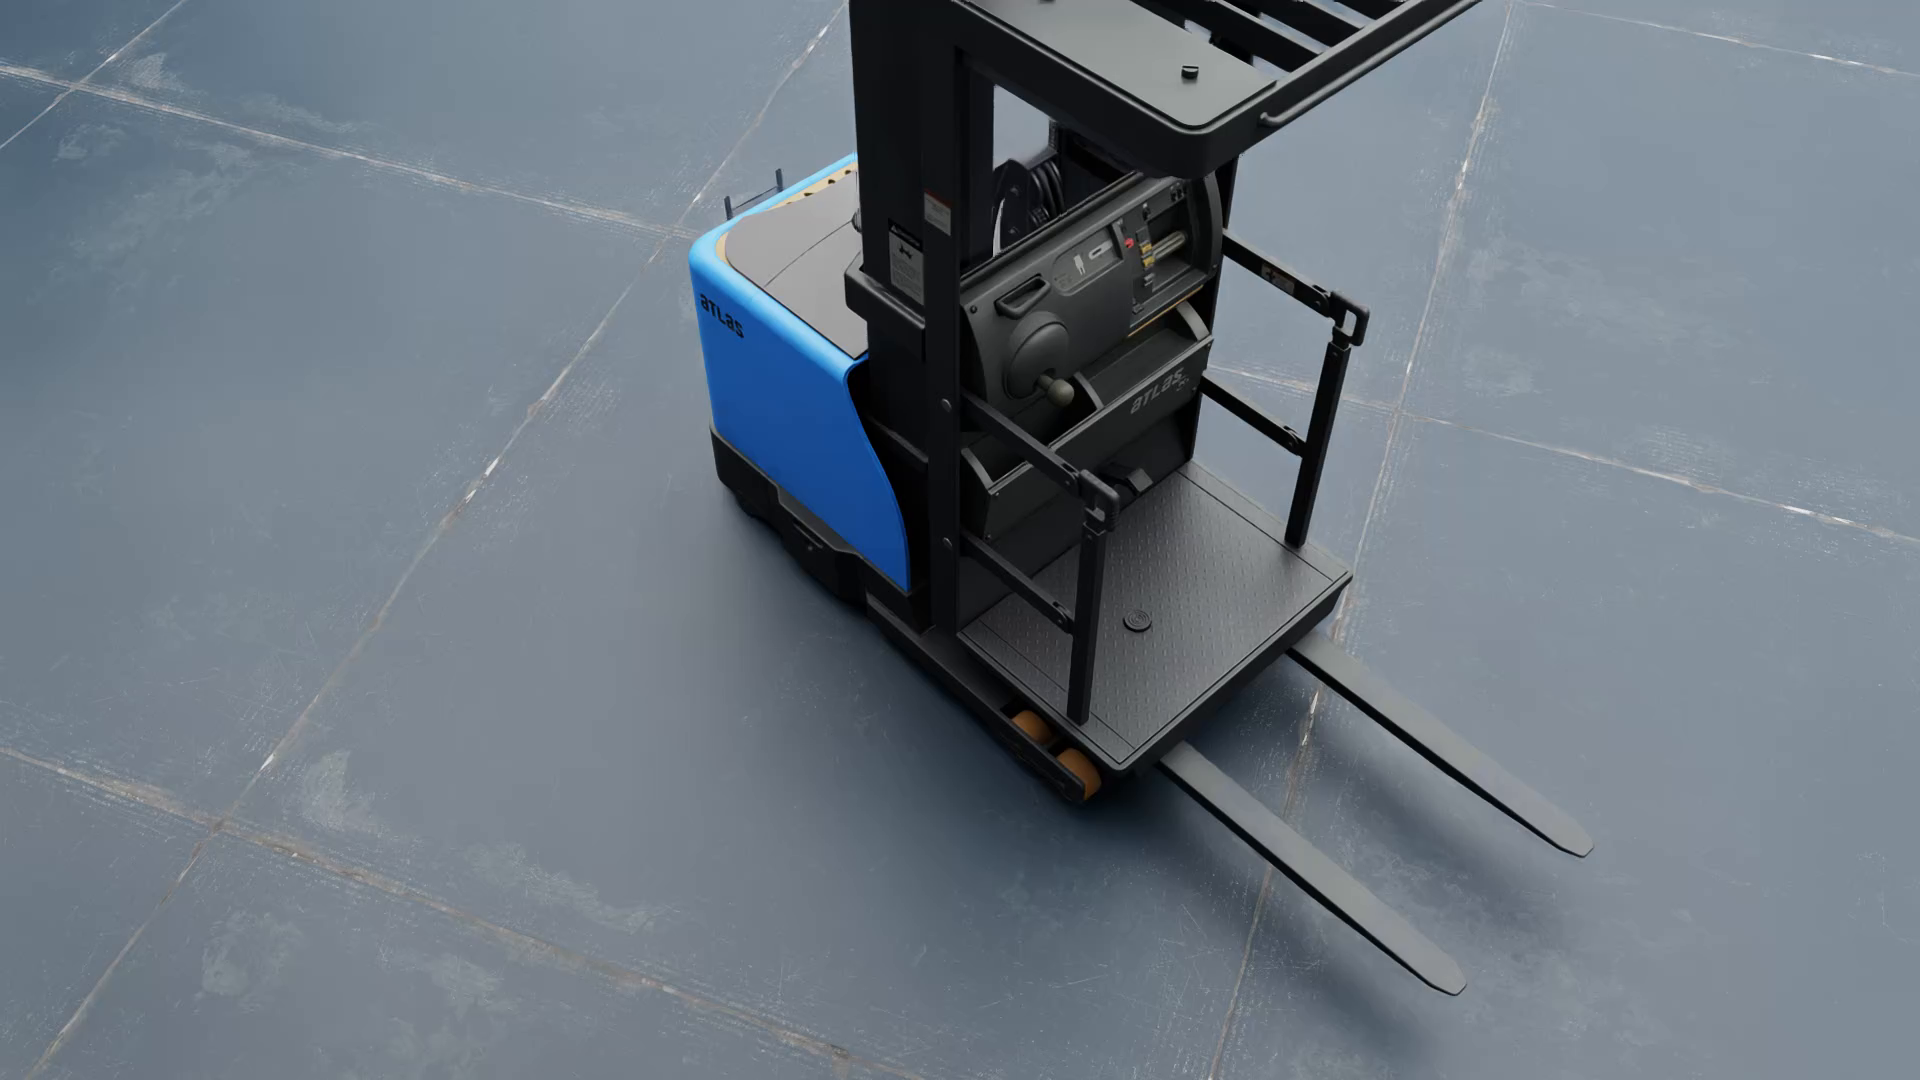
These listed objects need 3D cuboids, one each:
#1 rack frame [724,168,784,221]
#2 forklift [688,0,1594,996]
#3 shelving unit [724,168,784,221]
[{"bbox_3d":[-0.686,-0.899,5.934,0.240,0.900,0.006,-35,55,-26],"label":"rack frame"},{"bbox_3d":[0.518,-0.609,4.338,1.130,2.935,3.031,-35,58,-27],"label":"forklift"},{"bbox_3d":[-0.618,-0.845,5.882,0.258,0.900,0.210,-35,55,-26],"label":"shelving unit"}]
